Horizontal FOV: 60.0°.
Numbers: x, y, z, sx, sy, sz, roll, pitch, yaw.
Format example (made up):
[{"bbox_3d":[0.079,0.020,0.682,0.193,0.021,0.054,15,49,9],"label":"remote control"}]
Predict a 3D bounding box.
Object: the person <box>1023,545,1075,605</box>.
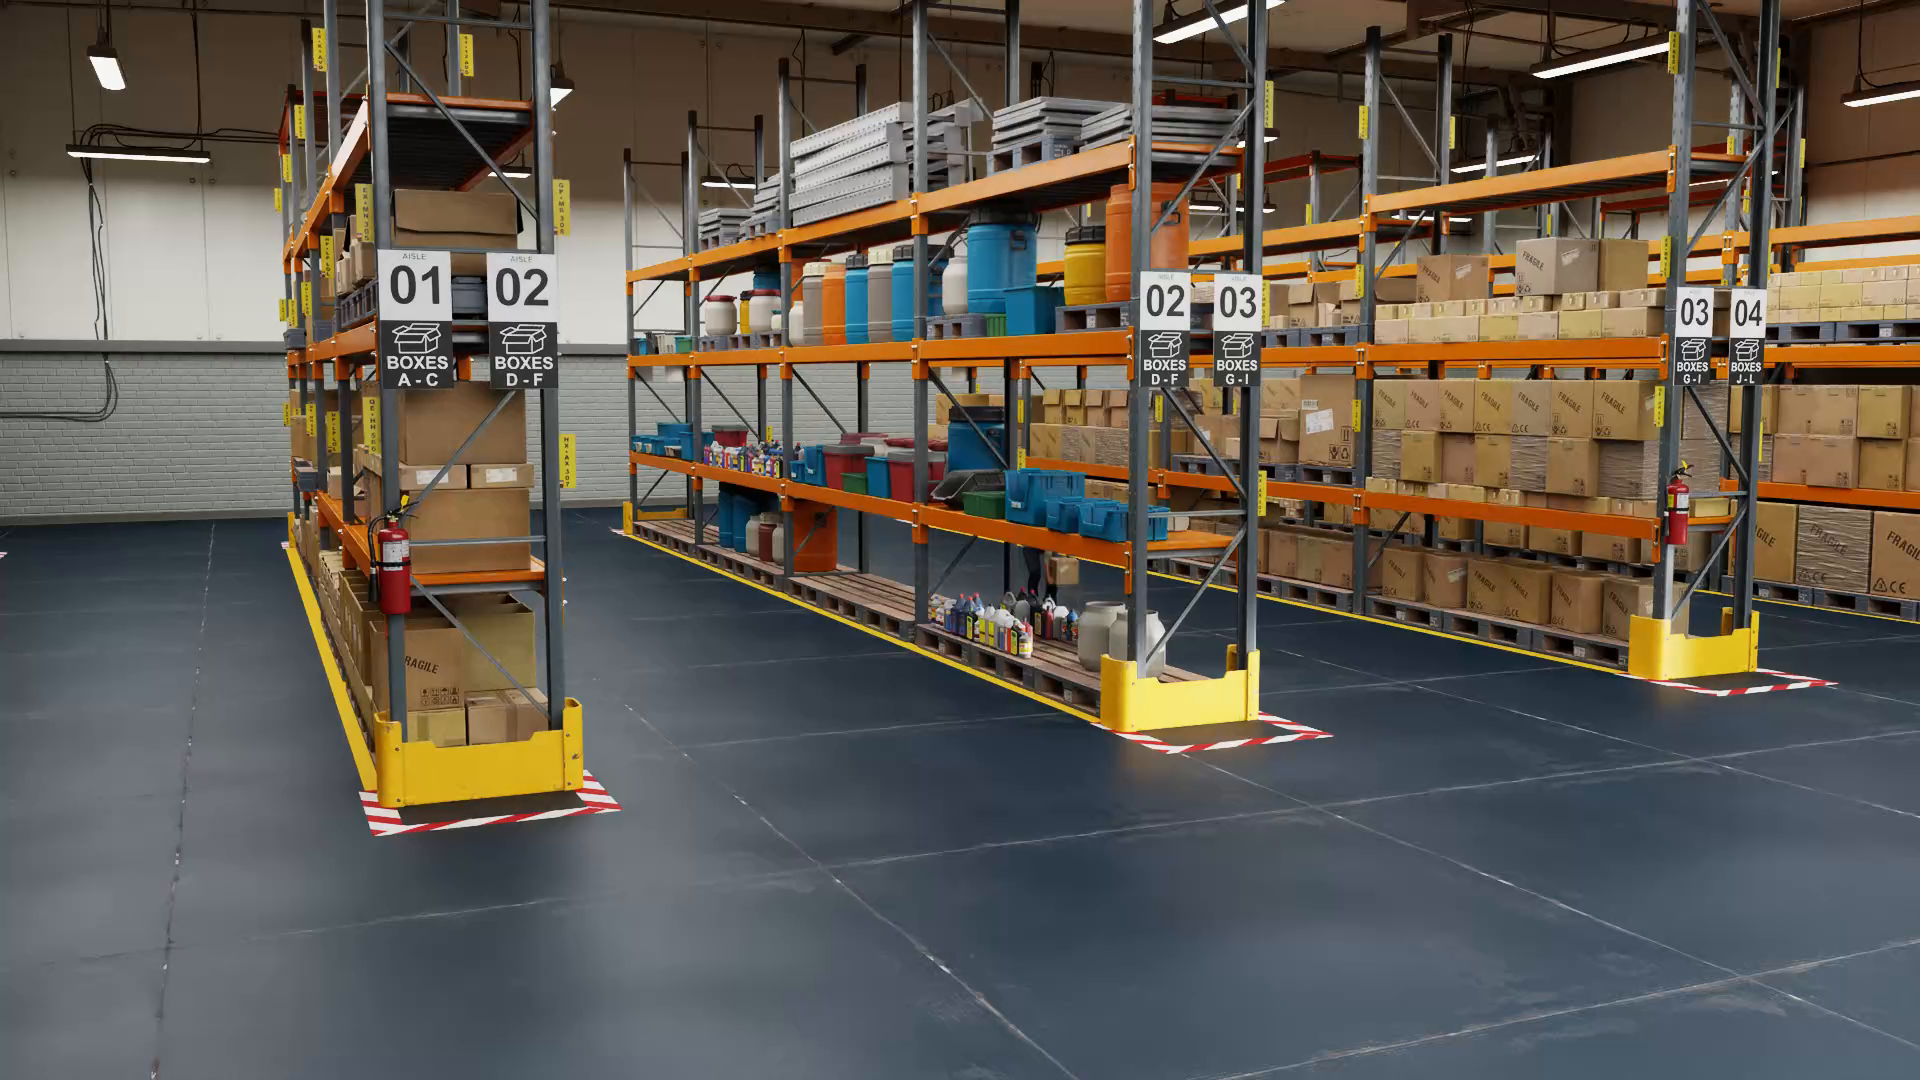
[{"bbox_3d":[0.935,0.248,17.156,0.397,1.116,0.842,-3,6,-26],"label":"person"}]
